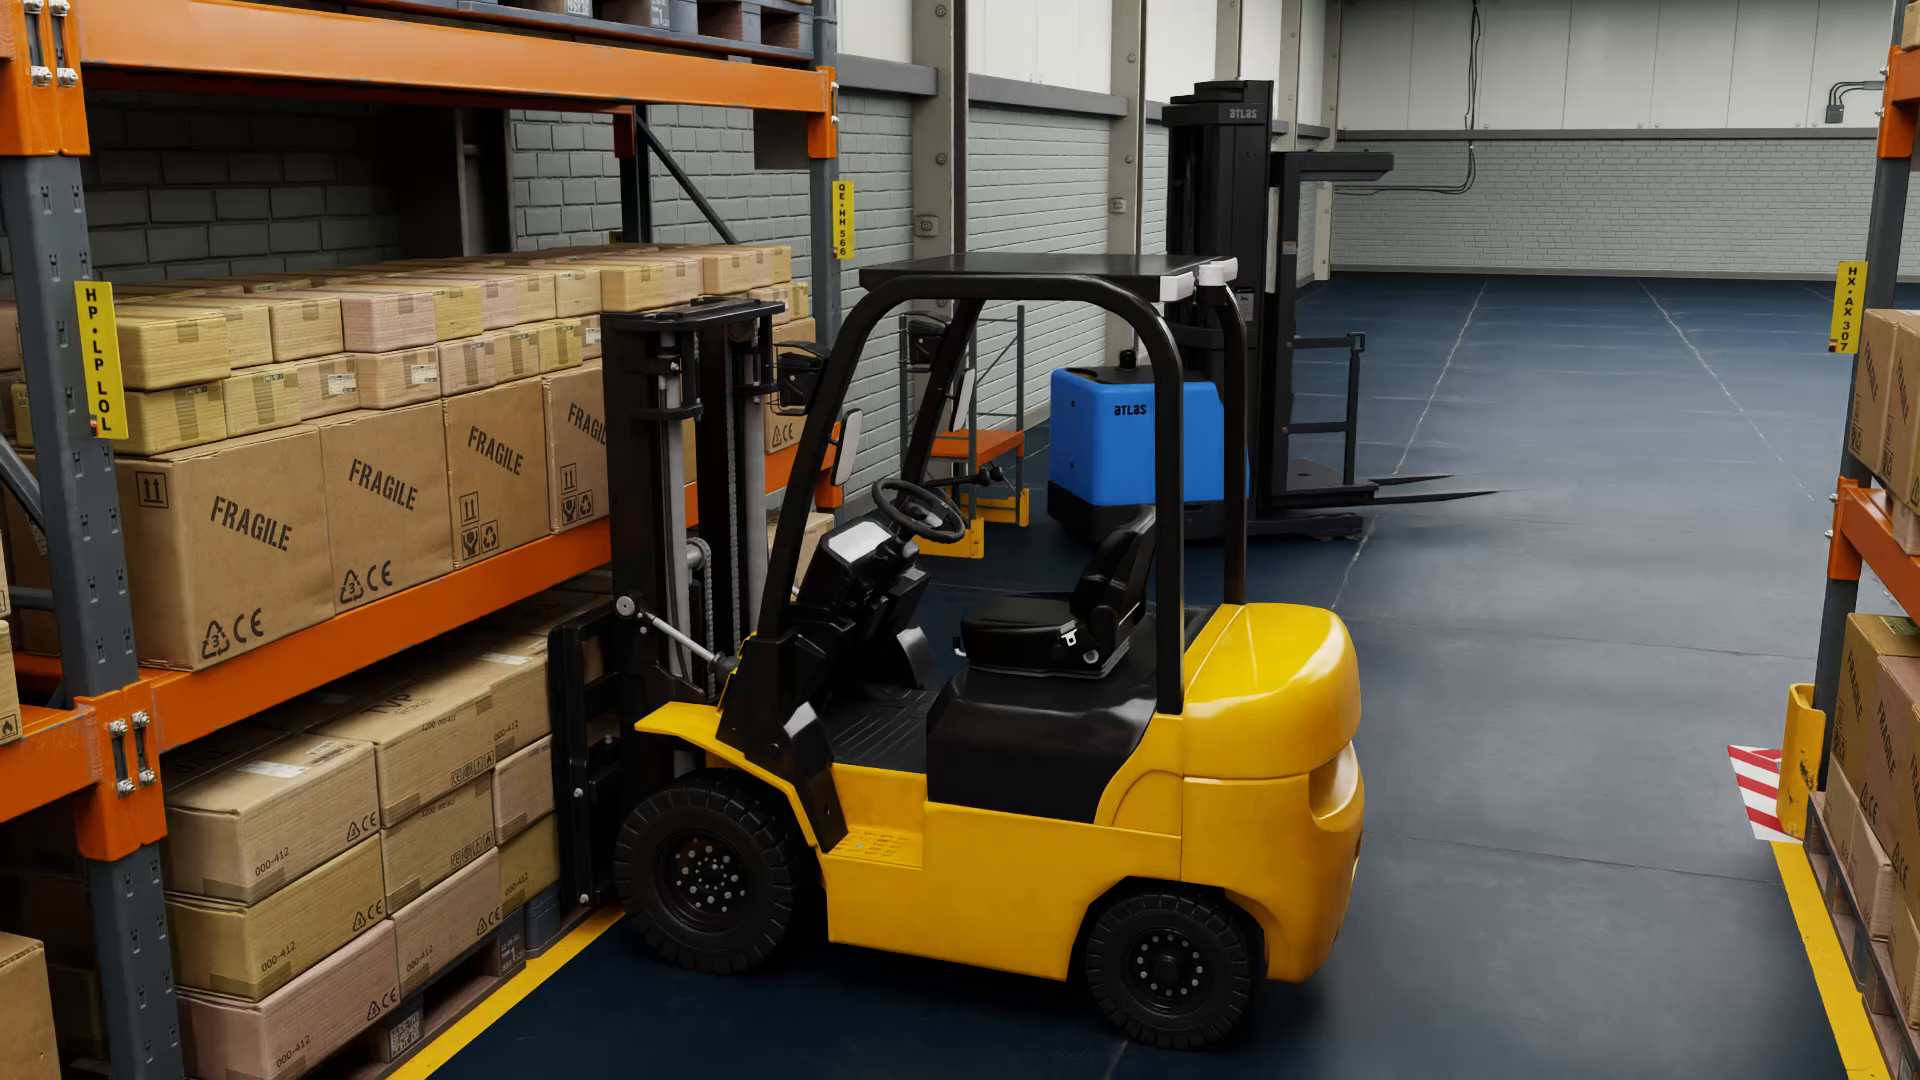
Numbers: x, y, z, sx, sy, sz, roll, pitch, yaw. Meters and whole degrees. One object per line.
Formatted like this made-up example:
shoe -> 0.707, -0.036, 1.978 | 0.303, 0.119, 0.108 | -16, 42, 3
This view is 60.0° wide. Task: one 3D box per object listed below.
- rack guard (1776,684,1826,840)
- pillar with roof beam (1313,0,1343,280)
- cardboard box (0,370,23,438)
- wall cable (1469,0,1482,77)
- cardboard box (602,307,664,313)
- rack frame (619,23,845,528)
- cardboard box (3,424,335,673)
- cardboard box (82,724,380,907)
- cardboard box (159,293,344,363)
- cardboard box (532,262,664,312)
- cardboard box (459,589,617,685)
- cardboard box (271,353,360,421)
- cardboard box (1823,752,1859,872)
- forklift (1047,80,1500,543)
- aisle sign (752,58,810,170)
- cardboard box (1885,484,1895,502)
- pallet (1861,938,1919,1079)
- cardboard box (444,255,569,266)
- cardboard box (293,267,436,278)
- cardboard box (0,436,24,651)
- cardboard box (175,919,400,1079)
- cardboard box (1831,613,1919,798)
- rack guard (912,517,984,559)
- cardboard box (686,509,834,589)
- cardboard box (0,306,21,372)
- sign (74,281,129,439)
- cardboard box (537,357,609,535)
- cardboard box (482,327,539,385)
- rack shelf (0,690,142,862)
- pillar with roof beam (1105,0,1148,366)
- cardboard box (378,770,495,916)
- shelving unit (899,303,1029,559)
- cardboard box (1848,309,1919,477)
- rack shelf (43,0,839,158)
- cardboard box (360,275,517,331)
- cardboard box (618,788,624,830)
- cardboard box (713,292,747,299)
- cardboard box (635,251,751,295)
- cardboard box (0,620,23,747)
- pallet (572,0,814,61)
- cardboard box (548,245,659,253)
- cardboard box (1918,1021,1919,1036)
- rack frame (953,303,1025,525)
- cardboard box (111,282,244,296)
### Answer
rack guard -> 3.665, 0.865, 6.073 | 1.175, 0.500, 0.348 | 4, 14, 18
pillar with roof beam -> 11.693, -9.575, 32.718 | 9.100, 9.000, 0.400 | 4, 14, 18
cardboard box -> -2.442, -0.335, 4.032 | 0.380, 0.149, 0.250 | 4, 14, 18
wall cable -> 12.384, -11.164, 35.307 | 3.097, 2.526, 0.112 | 4, 14, 18
cardboard box -> -1.248, -0.726, 5.744 | 0.380, 0.149, 0.250 | 4, 14, 19
rack frame -> -1.009, -0.726, 7.427 | 1.000, 3.000, 0.127 | 4, 14, 18
cardboard box -> -1.912, -0.007, 4.053 | 0.500, 0.500, 0.500 | 4, 13, 17
cardboard box -> -1.849, 0.685, 4.232 | 0.500, 0.250, 0.500 | 4, 13, 18
cardboard box -> -1.846, -0.555, 4.329 | 0.380, 0.149, 0.250 | 4, 13, 17
cardboard box -> -1.243, -0.869, 5.705 | 0.380, 0.149, 0.250 | 5, 14, 20
cardboard box -> -1.347, 0.363, 5.645 | 0.500, 0.250, 0.500 | 4, 13, 17
cardboard box -> -1.811, -0.408, 4.353 | 0.380, 0.149, 0.250 | 4, 14, 18
cardboard box -> 3.167, 0.916, 5.467 | 0.500, 0.250, 0.500 | 4, 14, 18
forklift -> 2.176, -1.533, 11.116 | 3.031, 2.935, 1.130 | -3, 13, -15
aisle sign -> -0.710, -1.986, 7.106 | 0.394, 0.787, 0.004 | 4, 14, 18
cardboard box -> 3.383, -0.190, 5.645 | 0.380, 0.149, 0.250 | 4, 14, 19
pallet -> 2.972, 1.431, 4.245 | 1.003, 0.211, 1.213 | 4, 14, 18
cardboard box -> -1.664, -0.963, 6.115 | 0.380, 0.149, 0.250 | 5, 14, 20
cardboard box -> -1.929, -0.801, 5.405 | 0.380, 0.149, 0.250 | 5, 14, 20
cardboard box -> -2.413, -0.046, 4.226 | 0.500, 0.500, 0.500 | 4, 14, 18
cardboard box -> -1.833, 1.174, 4.338 | 0.500, 0.250, 0.500 | 5, 14, 19
cardboard box -> 3.159, 0.556, 5.362 | 0.500, 0.500, 0.500 | 4, 13, 17
rack guard -> -0.136, -0.033, 10.571 | 0.587, 0.250, 0.087 | 4, 14, 18
cardboard box -> -0.863, 0.042, 7.052 | 0.500, 0.250, 0.500 | 5, 14, 20
cardboard box -> -2.485, -0.483, 4.011 | 0.380, 0.149, 0.250 | 4, 14, 19
sign -> -1.786, -0.372, 3.455 | 0.100, 0.325, 0.005 | 4, 14, 18
cardboard box -> -1.414, -0.329, 5.463 | 0.500, 0.500, 0.500 | 4, 14, 19
cardboard box -> -1.509, -0.564, 5.037 | 0.380, 0.149, 0.250 | 4, 13, 17
rack shelf -> -2.950, 0.888, 1.972 | 1.077, 0.370, 4.000 | 4, 14, 18
pillar with roof beam -> 5.869, -5.786, 16.113 | 9.100, 9.000, 0.400 | 4, 14, 18
cardboard box -> -1.693, 0.823, 4.755 | 0.500, 0.250, 0.500 | 4, 14, 18
shelving unit -> 0.025, -0.747, 10.891 | 0.587, 1.500, 1.083 | 4, 14, 18
cardboard box -> 3.274, -0.483, 5.471 | 0.500, 0.500, 0.500 | 4, 13, 18
rack shelf -> -1.656, -1.416, 5.328 | 1.077, 0.370, 4.000 | 4, 14, 18
cardboard box -> -1.577, -0.716, 5.035 | 0.380, 0.149, 0.250 | 4, 14, 18
cardboard box -> -1.349, 0.851, 5.753 | 0.500, 0.250, 0.500 | 5, 14, 20
cardboard box -> -1.052, -0.891, 6.470 | 0.380, 0.149, 0.250 | 5, 14, 19
cardboard box -> -1.035, -1.034, 6.427 | 0.380, 0.149, 0.250 | 5, 14, 20
cardboard box -> -2.218, 0.314, 3.206 | 0.500, 0.250, 0.500 | 5, 14, 20
pallet -> -1.262, -1.998, 6.459 | 1.003, 0.211, 1.213 | 4, 14, 18
cardboard box -> -1.465, -1.129, 6.843 | 0.380, 0.149, 0.250 | 5, 14, 20
cardboard box -> 2.664, 1.245, 4.026 | 0.500, 0.250, 0.500 | 5, 14, 19
rack frame -> 0.192, -0.856, 11.369 | 0.500, 1.500, 0.032 | 4, 14, 18
cardboard box -> -2.270, -0.646, 4.728 | 0.380, 0.149, 0.250 | 4, 13, 17
